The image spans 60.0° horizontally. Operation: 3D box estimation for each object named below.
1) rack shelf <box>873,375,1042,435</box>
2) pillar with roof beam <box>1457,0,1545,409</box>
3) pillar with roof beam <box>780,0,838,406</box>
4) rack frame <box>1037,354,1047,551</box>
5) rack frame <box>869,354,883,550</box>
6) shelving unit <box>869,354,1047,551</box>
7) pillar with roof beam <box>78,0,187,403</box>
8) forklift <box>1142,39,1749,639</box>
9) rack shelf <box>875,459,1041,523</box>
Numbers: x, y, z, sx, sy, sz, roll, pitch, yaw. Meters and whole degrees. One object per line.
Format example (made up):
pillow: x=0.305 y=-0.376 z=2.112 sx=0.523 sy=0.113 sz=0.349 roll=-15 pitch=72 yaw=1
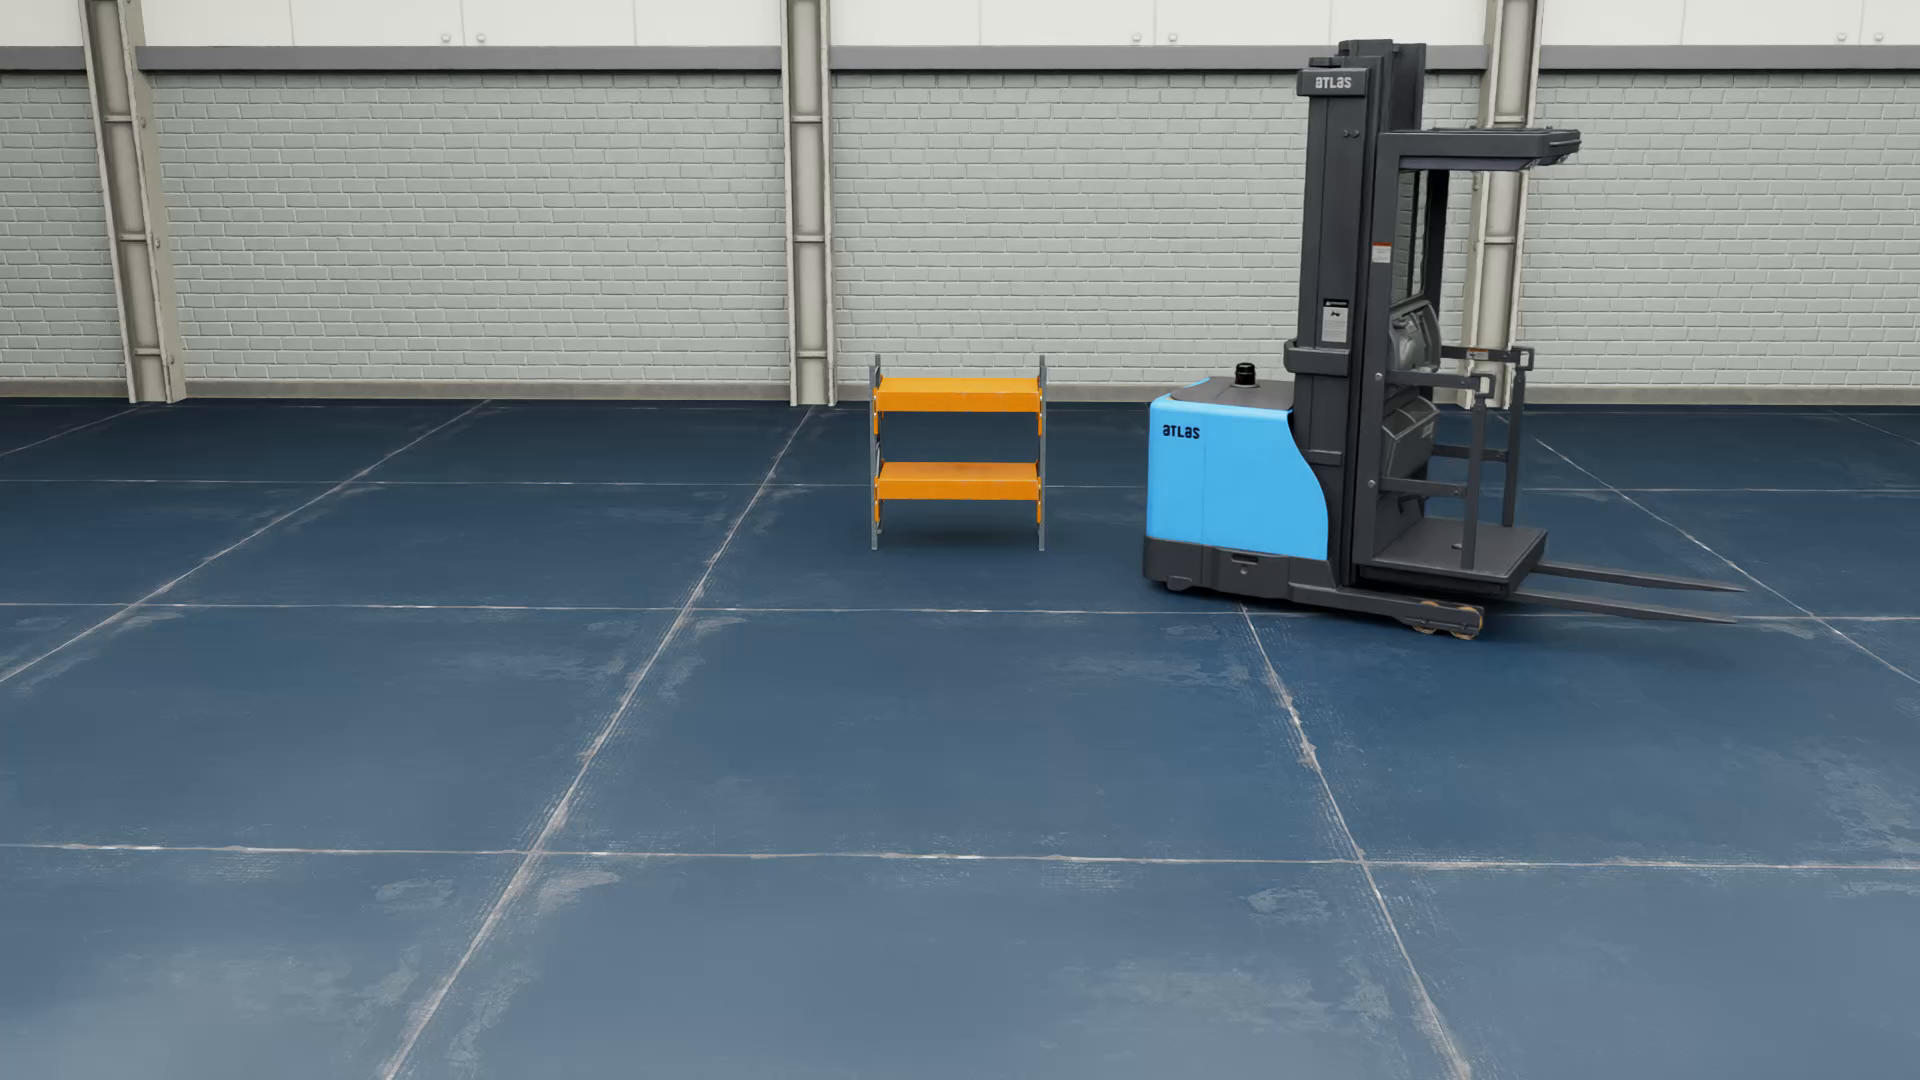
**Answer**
rack shelf: x=-0.007 y=-0.827 z=10.122 sx=1.000 sy=0.278 sz=0.538 roll=0 pitch=15 yaw=1
pillar with roof beam: x=4.570 y=-4.454 z=9.584 sx=0.400 sy=9.000 sz=9.100 roll=0 pitch=15 yaw=1
pillar with roof beam: x=-1.428 y=-4.494 z=9.732 sx=0.400 sy=9.000 sz=9.100 roll=0 pitch=15 yaw=1
rack frame: x=0.501 y=-0.541 z=10.184 sx=0.032 sy=1.125 sz=0.500 roll=0 pitch=15 yaw=1
rack frame: x=-0.515 y=-0.547 z=10.209 sx=0.032 sy=1.125 sz=0.500 roll=0 pitch=15 yaw=1
shelving unit: x=-0.007 y=-0.544 z=10.197 sx=1.048 sy=1.125 sz=0.538 roll=0 pitch=15 yaw=1
pillar with roof beam: x=-7.426 y=-4.533 z=9.880 sx=0.400 sy=9.000 sz=9.100 roll=0 pitch=15 yaw=1
forklift: x=2.562 y=-1.068 z=8.641 sx=3.031 sy=2.935 sz=1.130 roll=8 pitch=17 yaw=28
rack shelf: x=-0.007 y=-0.308 z=10.259 sx=1.000 sy=0.278 sz=0.538 roll=0 pitch=15 yaw=1
